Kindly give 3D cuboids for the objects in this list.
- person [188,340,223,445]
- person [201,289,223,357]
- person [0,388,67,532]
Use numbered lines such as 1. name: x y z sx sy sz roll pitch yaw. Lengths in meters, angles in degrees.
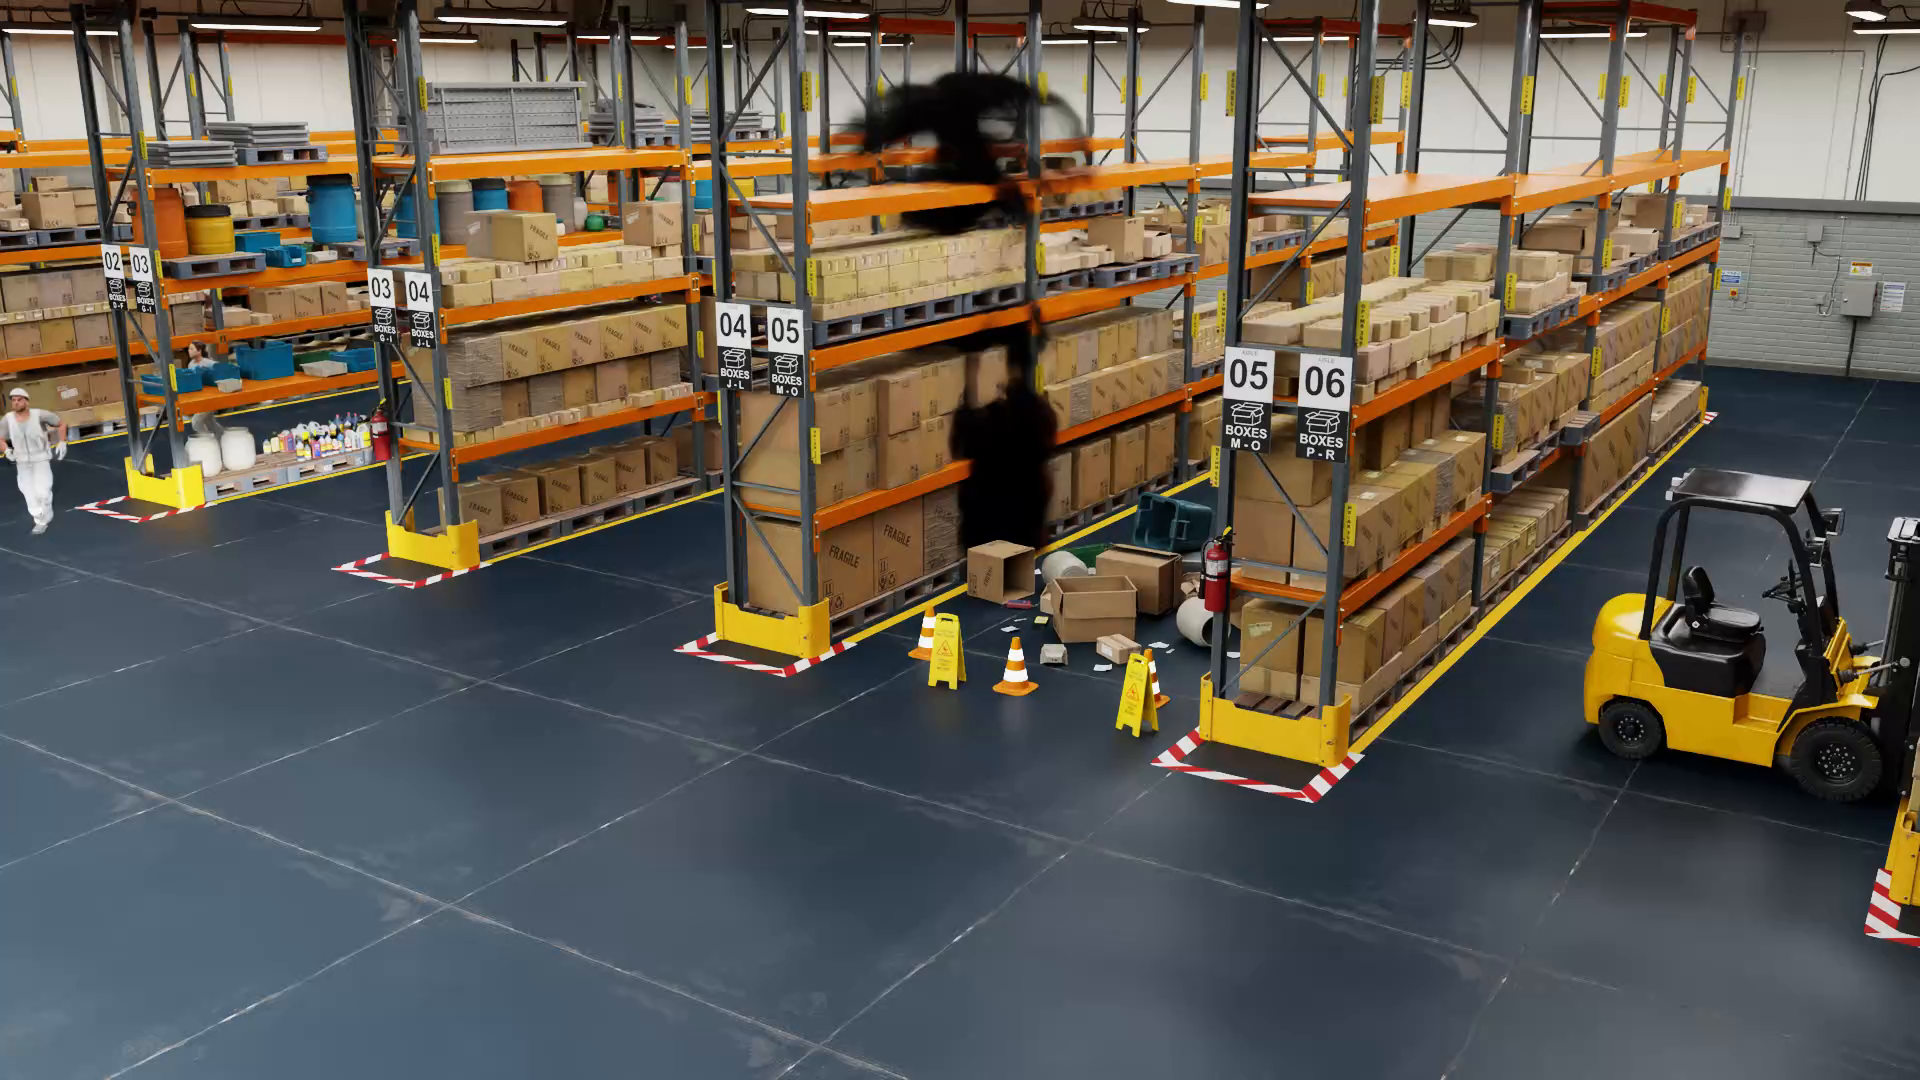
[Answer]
1. person: -10.430 -1.845 23.021 0.584 1.520 0.732 11 19 36
2. person: -12.775 -3.461 28.453 0.698 1.718 0.610 10 18 31
3. person: -10.696 -0.899 19.198 0.696 1.737 0.698 -4 16 -15
